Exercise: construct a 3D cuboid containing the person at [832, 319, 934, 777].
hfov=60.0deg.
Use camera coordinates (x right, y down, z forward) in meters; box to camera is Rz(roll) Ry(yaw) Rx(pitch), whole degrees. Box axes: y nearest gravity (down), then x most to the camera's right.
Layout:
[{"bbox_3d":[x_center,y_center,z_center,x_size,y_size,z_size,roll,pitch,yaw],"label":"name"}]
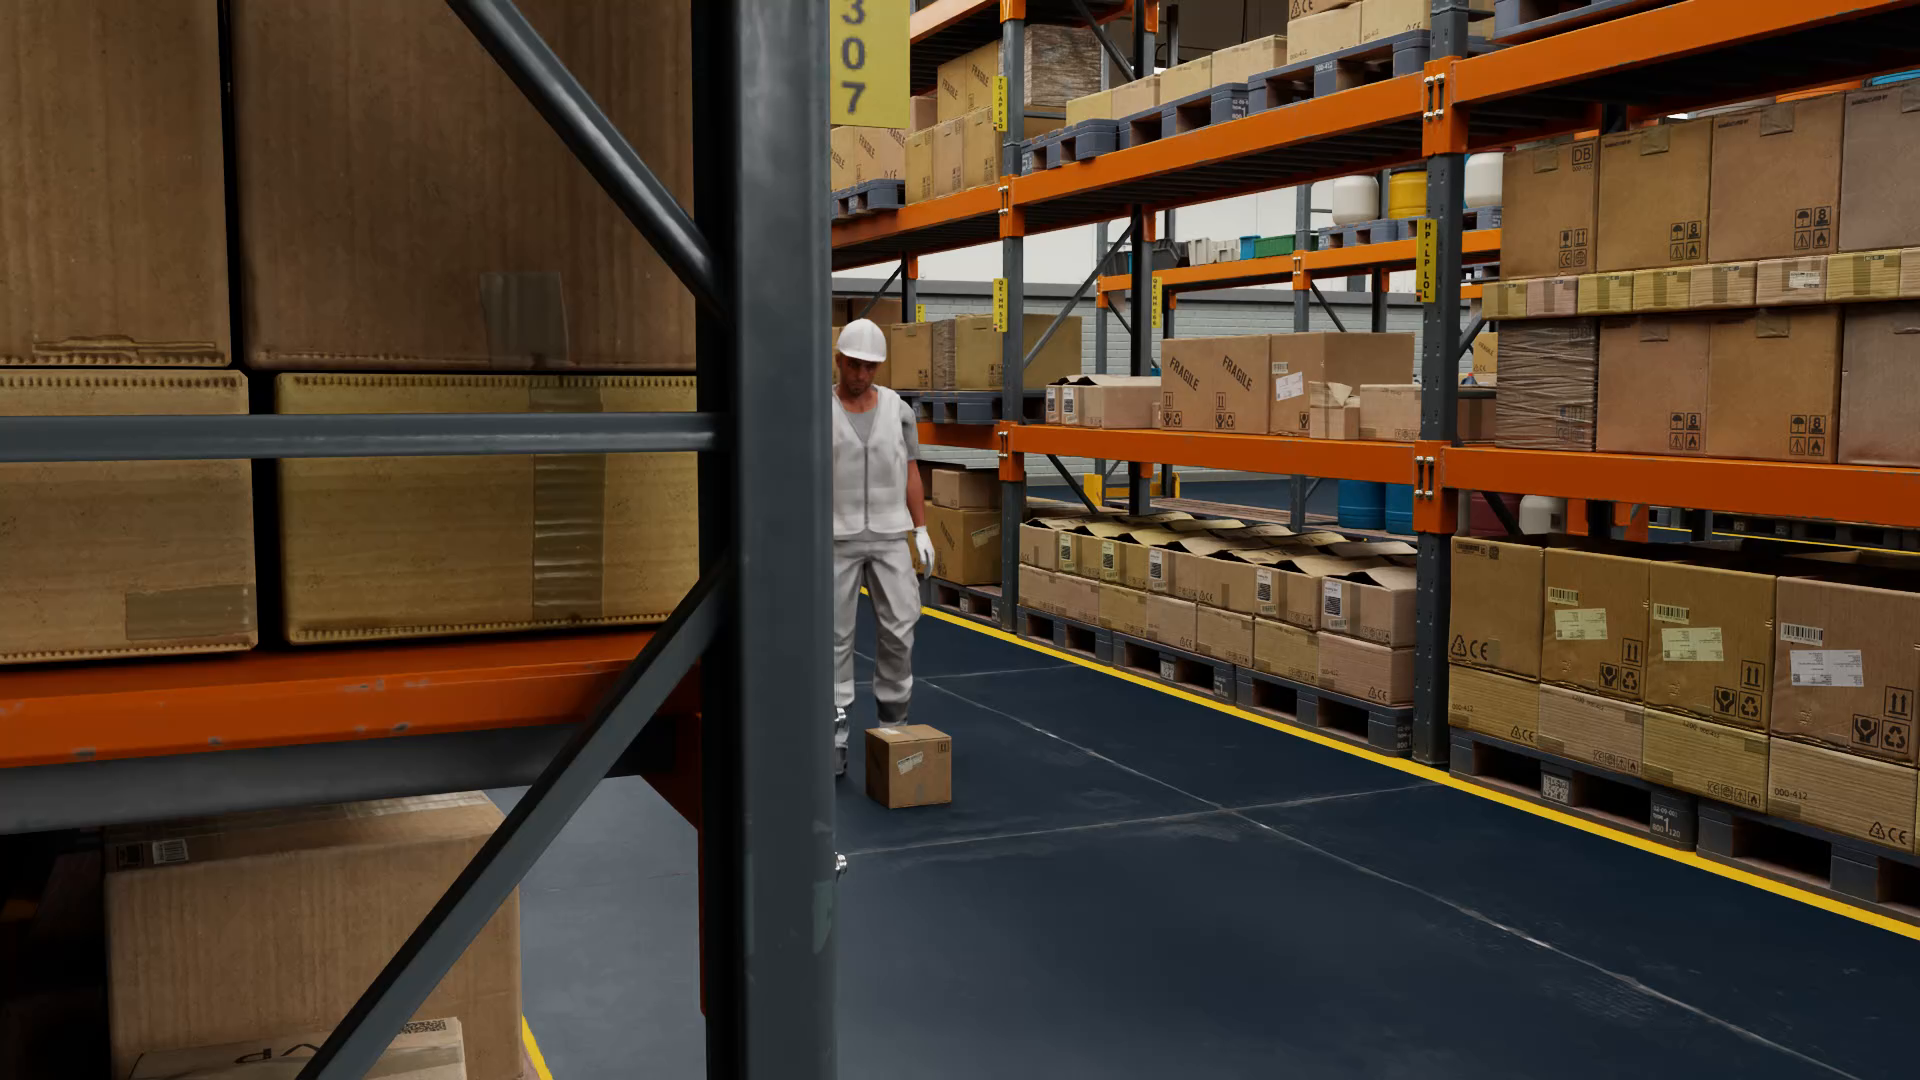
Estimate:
[{"bbox_3d":[-0.409,0.040,6.582,0.681,1.819,0.397,-1,5,-13],"label":"person"}]
